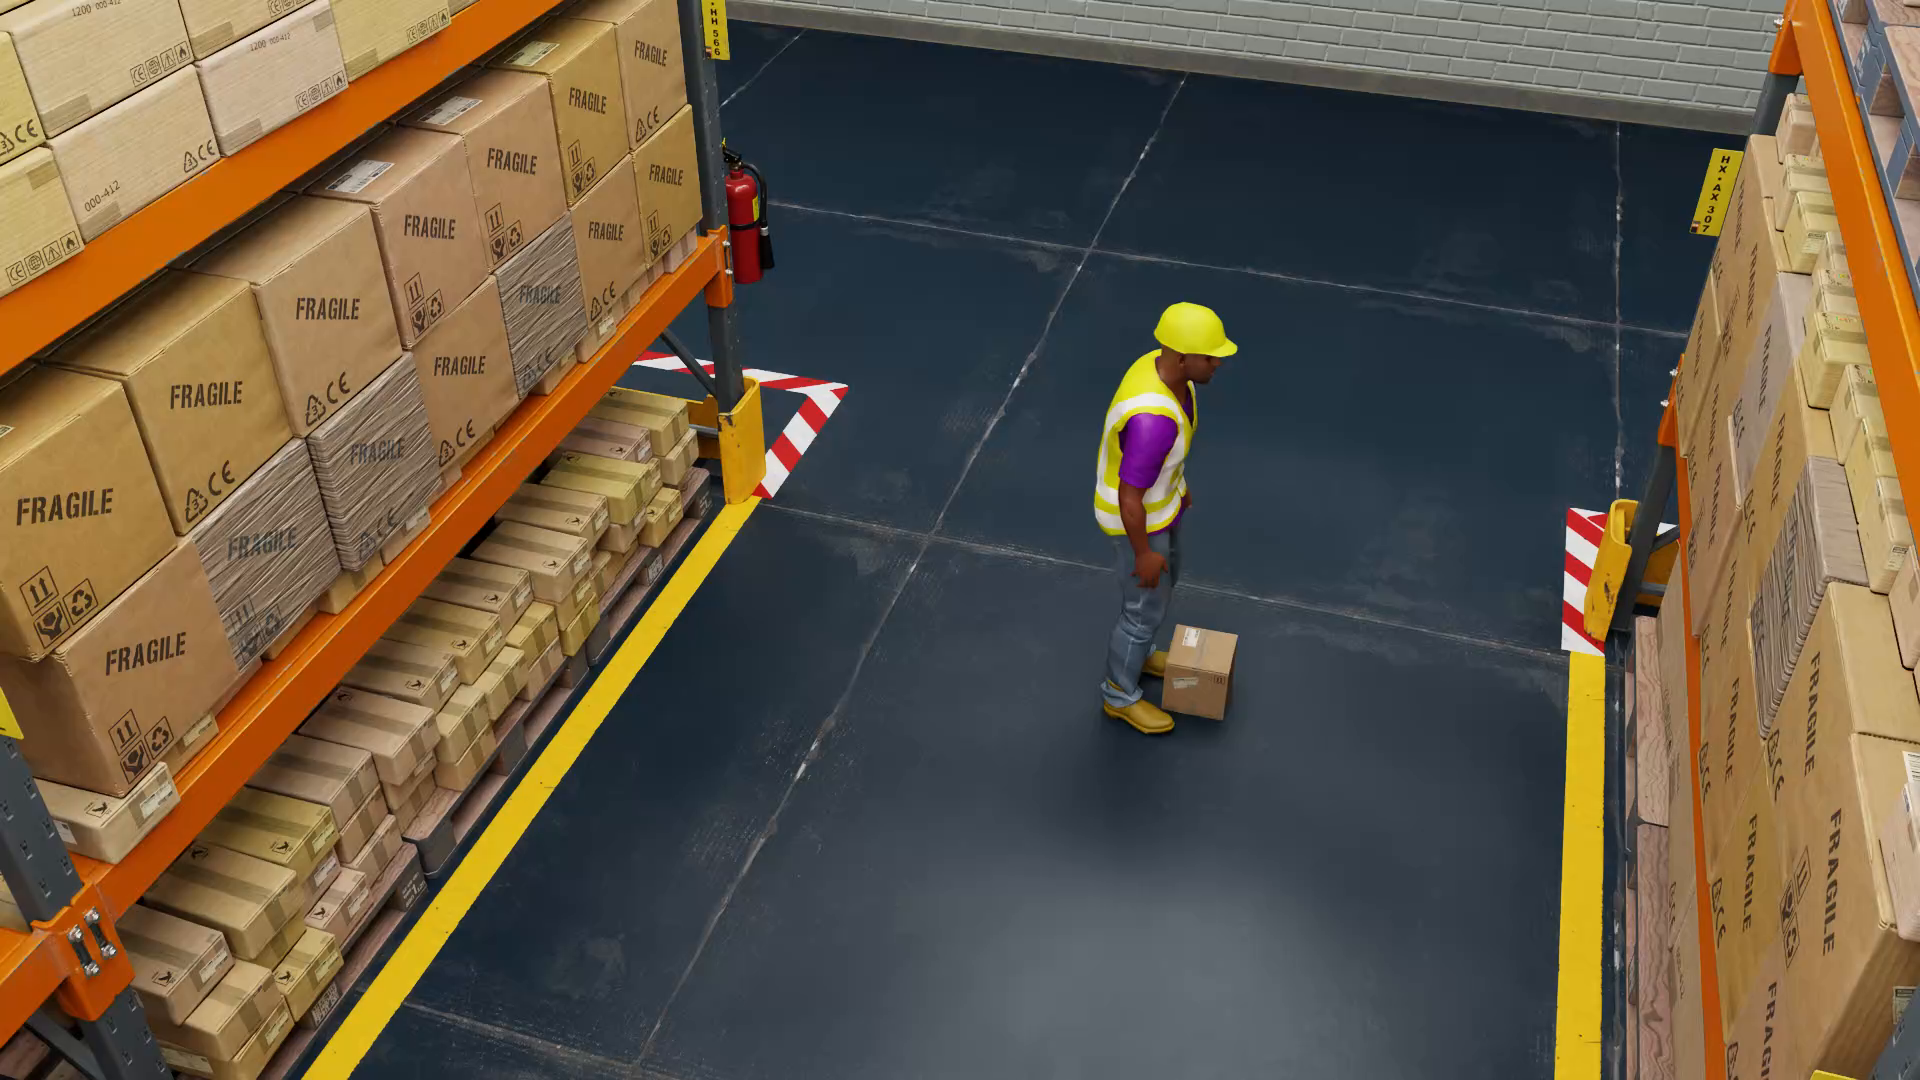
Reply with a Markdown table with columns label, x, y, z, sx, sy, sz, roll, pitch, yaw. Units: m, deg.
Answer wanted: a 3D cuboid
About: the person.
| label | x | y | z | sx | sy | sz | roll | pitch | yaw |
| --- | --- | --- | --- | --- | --- | --- | --- | --- | --- |
| person | 0.740 | -0.104 | 6.273 | 0.456 | 1.761 | 0.627 | 11 | 38 | 14 |
